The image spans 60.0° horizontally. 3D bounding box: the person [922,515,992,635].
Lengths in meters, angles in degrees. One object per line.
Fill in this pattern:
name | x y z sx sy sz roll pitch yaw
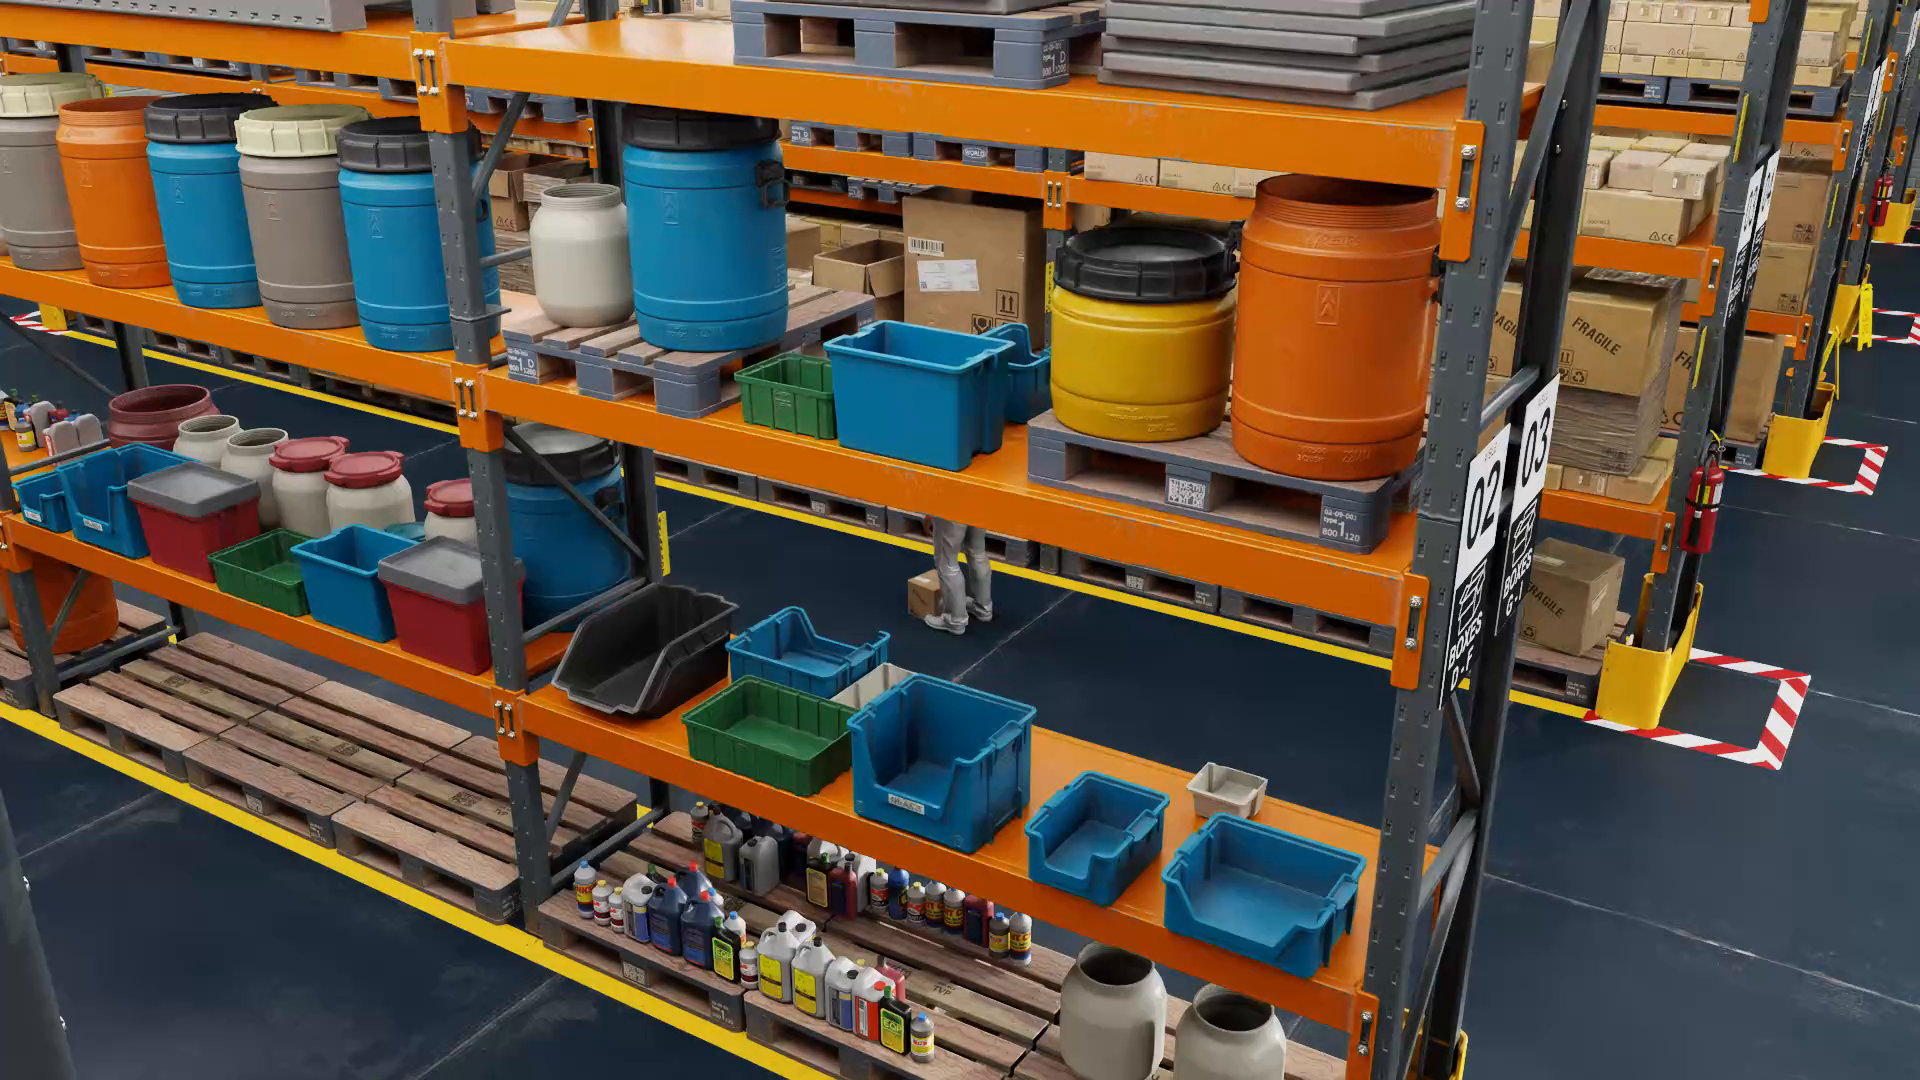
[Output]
person | -0.010 -0.253 10.671 0.461 1.759 0.631 19 30 38
